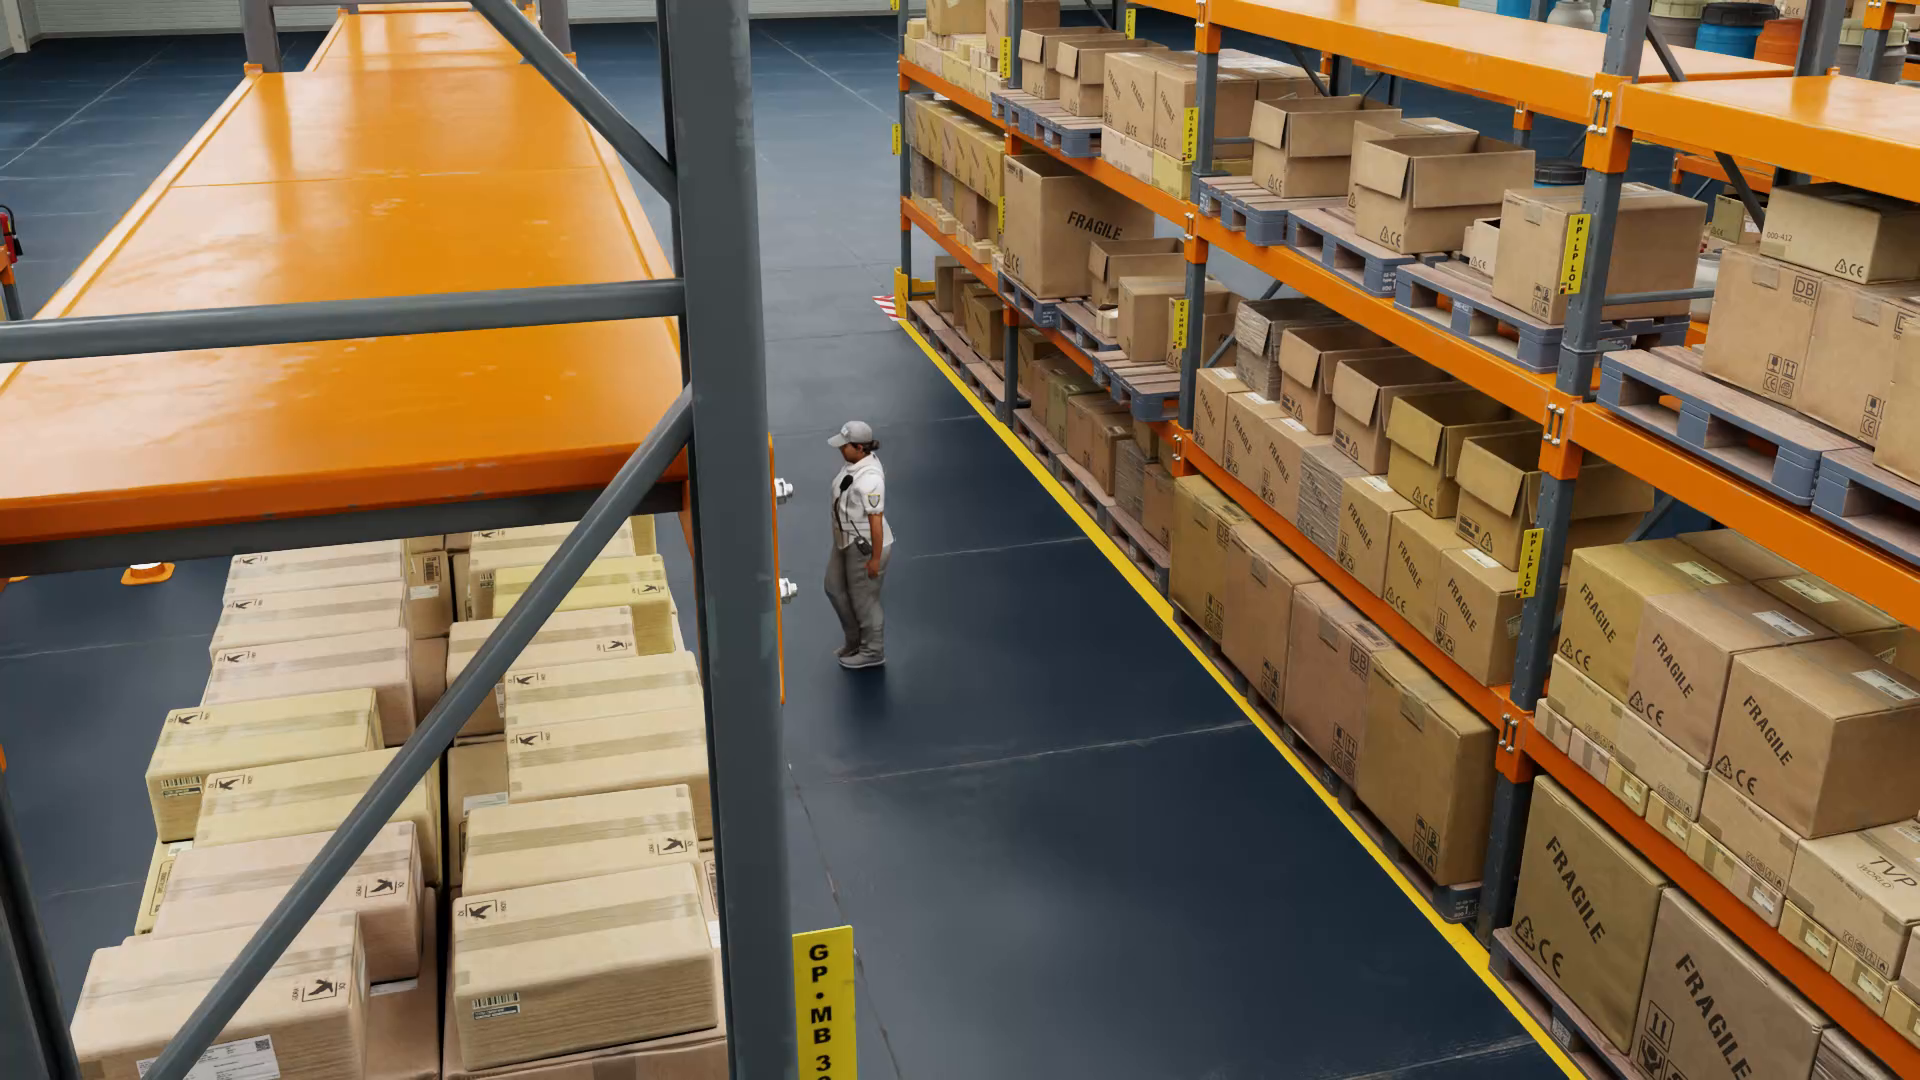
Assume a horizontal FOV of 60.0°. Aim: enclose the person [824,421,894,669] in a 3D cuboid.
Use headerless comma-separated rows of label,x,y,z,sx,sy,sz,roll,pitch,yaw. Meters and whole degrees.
person,-0.639,0.060,10.542,0.416,1.716,0.495,-6,24,-13
